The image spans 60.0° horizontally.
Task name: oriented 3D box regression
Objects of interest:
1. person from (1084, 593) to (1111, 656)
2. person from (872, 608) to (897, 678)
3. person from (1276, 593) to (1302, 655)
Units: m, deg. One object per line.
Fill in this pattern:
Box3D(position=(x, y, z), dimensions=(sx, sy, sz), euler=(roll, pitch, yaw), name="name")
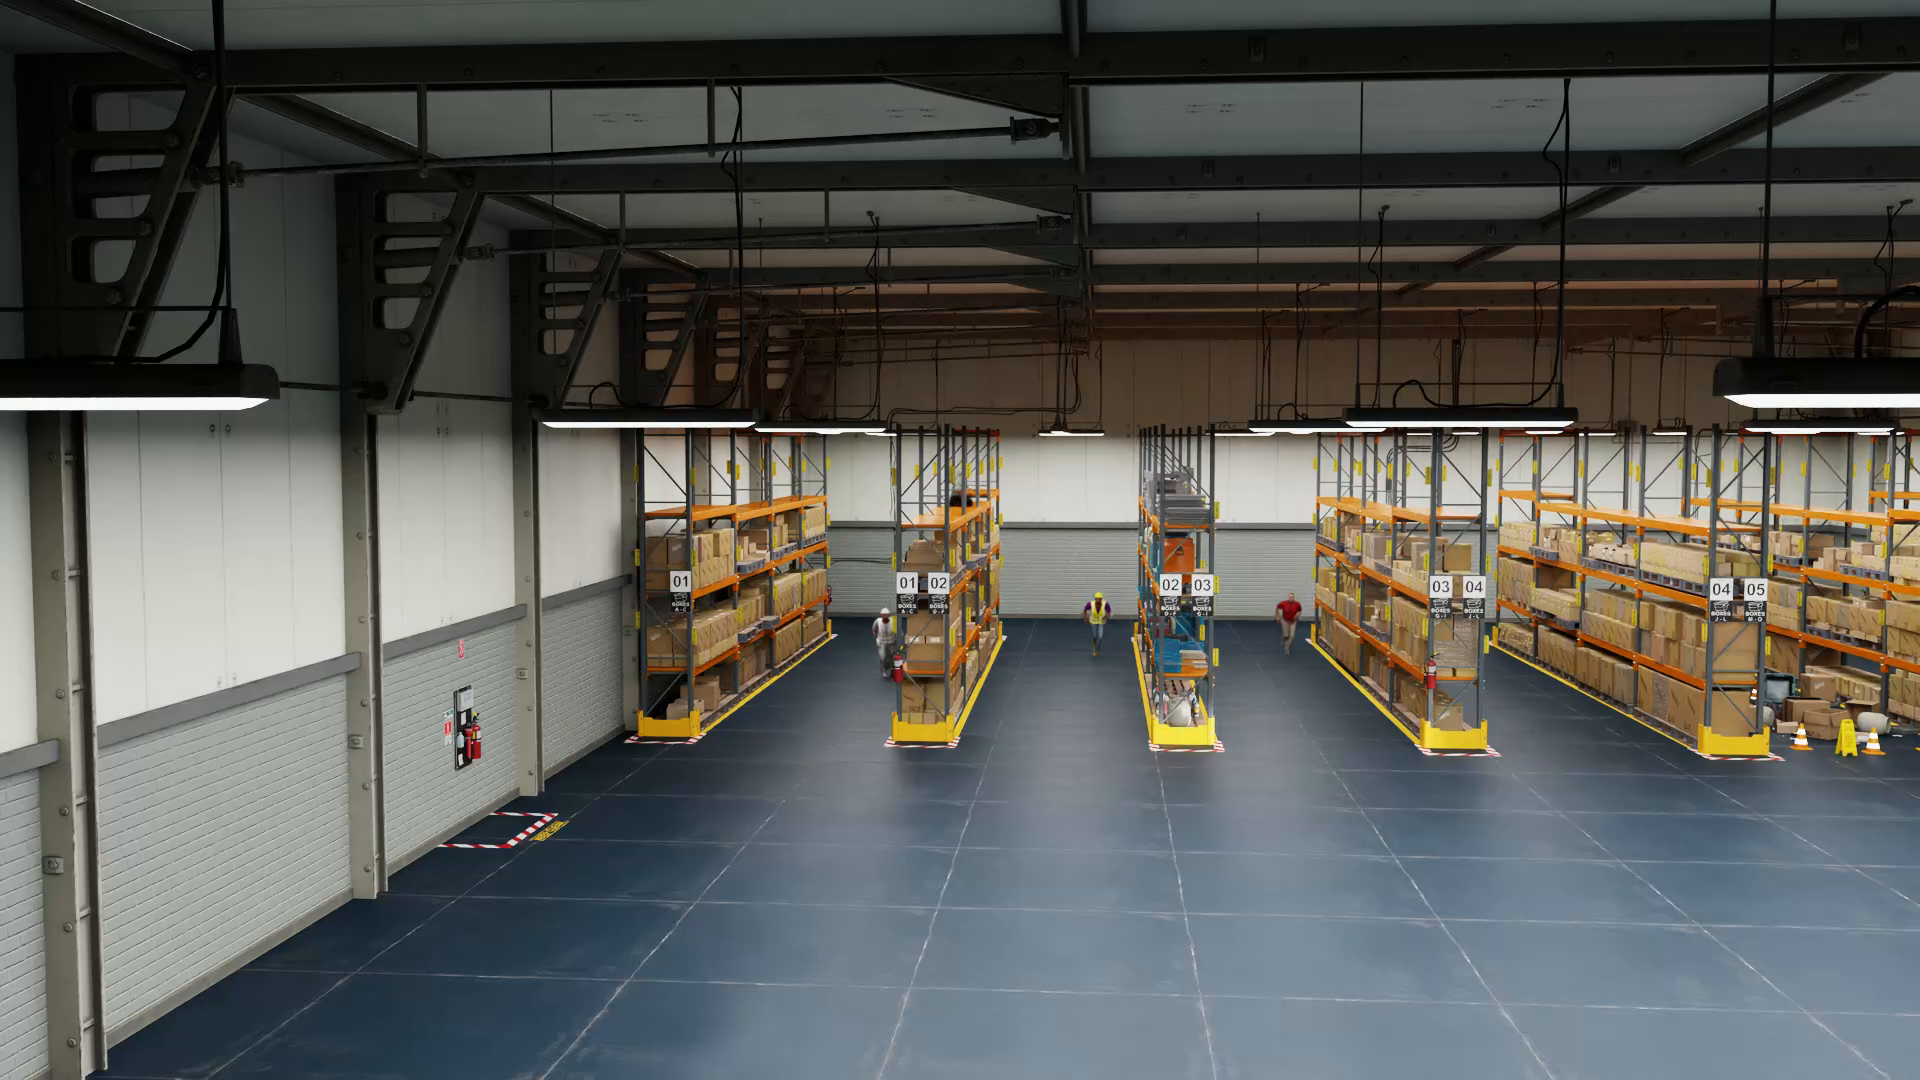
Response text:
Box3D(position=(3.630, 2.221, 43.905), dimensions=(0.685, 1.688, 0.735), euler=(0, 3, -4), name="person")
Box3D(position=(-1.790, 2.452, 39.901), dimensions=(0.668, 1.692, 0.855), euler=(-1, 4, -15), name="person")
Box3D(position=(8.735, 2.228, 44.113), dimensions=(0.643, 1.656, 0.746), euler=(0, 3, -5), name="person")
